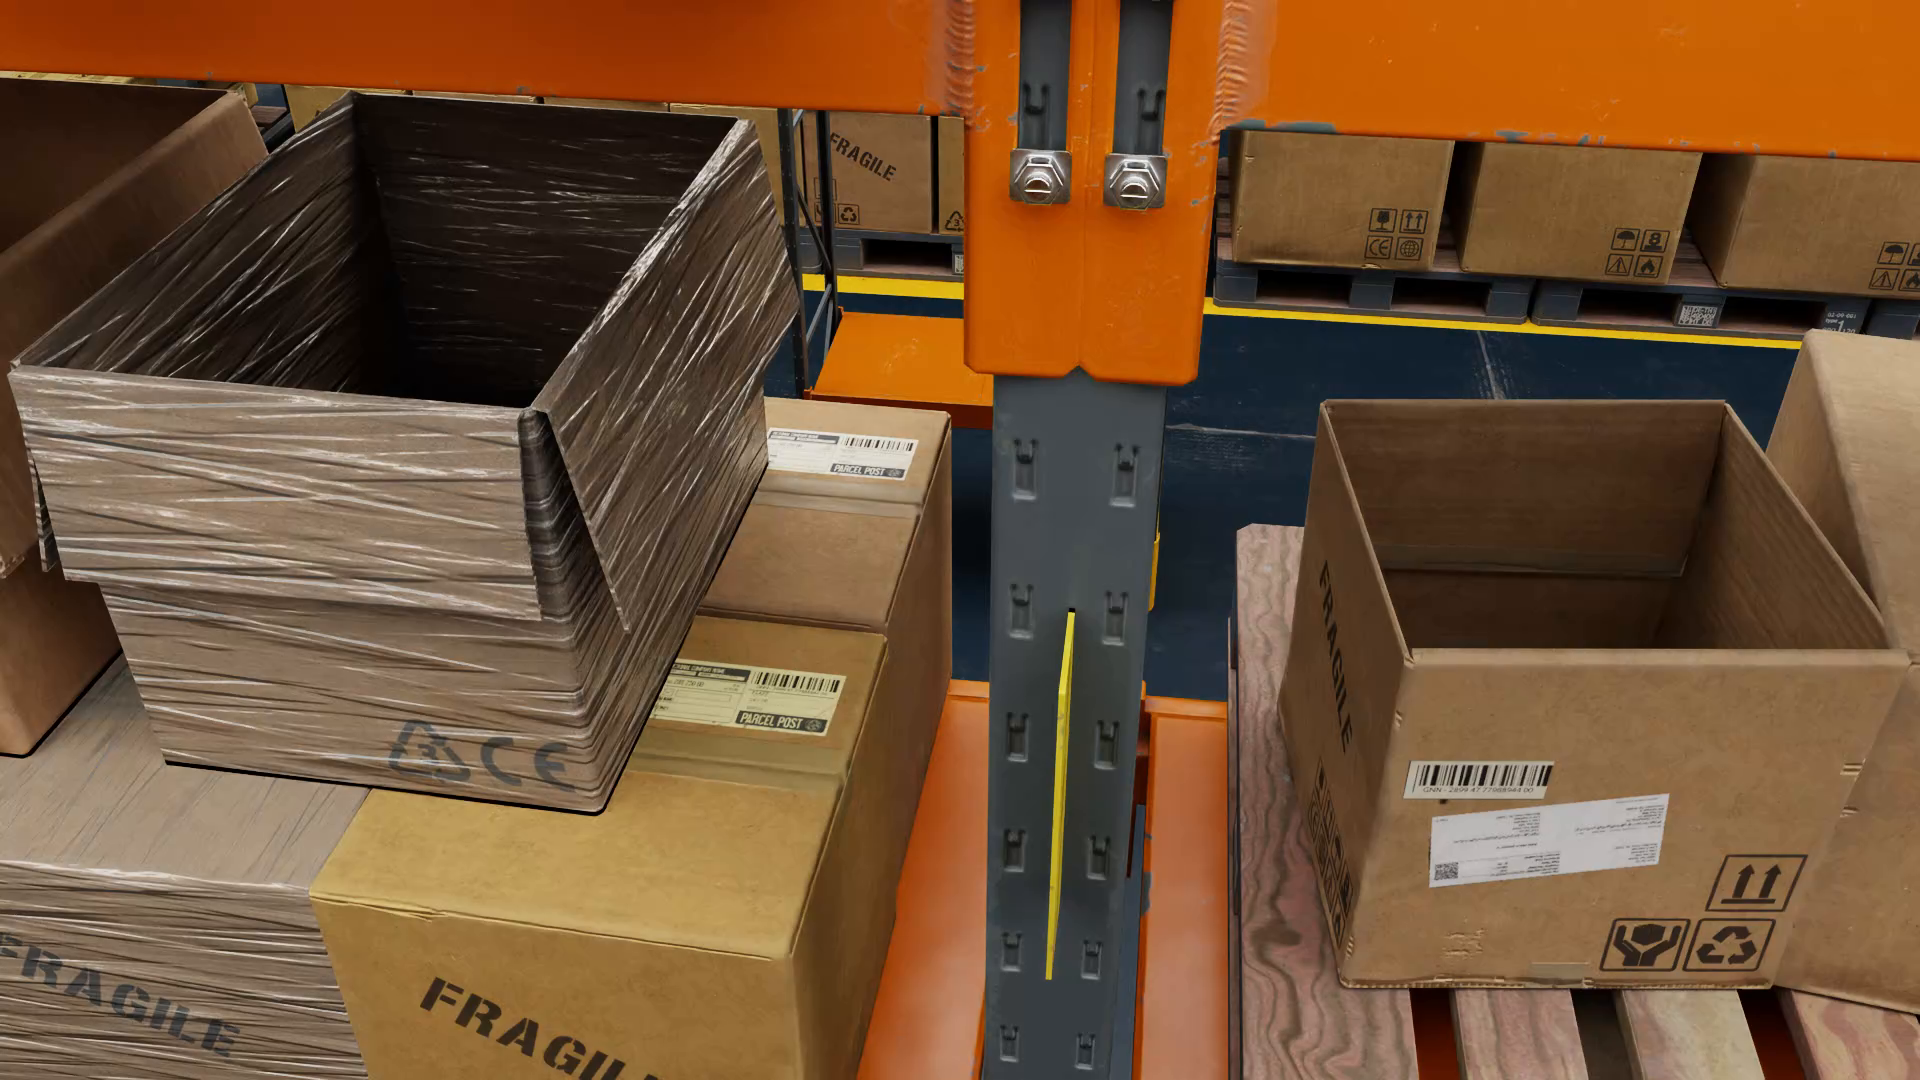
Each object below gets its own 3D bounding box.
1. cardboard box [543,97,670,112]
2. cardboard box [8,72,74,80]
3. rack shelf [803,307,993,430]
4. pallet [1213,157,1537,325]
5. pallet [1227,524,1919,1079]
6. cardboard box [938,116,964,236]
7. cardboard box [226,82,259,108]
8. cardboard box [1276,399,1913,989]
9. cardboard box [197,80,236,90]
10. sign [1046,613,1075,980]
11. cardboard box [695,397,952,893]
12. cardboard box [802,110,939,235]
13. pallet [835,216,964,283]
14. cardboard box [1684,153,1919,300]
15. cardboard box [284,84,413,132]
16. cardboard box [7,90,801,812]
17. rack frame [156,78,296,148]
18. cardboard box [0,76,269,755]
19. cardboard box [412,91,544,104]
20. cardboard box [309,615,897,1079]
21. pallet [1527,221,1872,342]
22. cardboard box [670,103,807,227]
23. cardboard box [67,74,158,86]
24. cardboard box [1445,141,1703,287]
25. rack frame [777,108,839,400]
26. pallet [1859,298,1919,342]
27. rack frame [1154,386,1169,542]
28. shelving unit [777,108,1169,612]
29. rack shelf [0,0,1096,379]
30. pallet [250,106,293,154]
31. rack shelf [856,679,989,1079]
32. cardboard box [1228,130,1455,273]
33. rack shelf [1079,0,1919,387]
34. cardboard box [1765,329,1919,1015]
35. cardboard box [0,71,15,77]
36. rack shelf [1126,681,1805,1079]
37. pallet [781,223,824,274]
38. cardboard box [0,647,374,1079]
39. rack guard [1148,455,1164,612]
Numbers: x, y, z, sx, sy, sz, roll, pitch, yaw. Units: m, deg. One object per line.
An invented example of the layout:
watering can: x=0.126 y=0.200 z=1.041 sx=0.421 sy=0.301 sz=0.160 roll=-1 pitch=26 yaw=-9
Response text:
cardboard box: x=-1.341 y=-1.655 z=6.778 sx=0.500 sy=0.500 sz=0.500 roll=5 pitch=36 yaw=7
cardboard box: x=-3.731 y=-1.904 z=6.916 sx=0.250 sy=0.149 sz=0.380 roll=5 pitch=36 yaw=7
rack shelf: x=0.085 y=-0.458 z=4.910 sx=1.000 sy=0.185 sz=0.538 roll=4 pitch=36 yaw=6
pallet: x=1.654 y=-1.246 z=6.814 sx=1.213 sy=0.211 sz=1.003 roll=4 pitch=36 yaw=6
pallet: x=0.870 y=0.437 z=2.220 sx=1.003 sy=0.211 sz=1.213 roll=4 pitch=36 yaw=6
cardboard box: x=0.195 y=-1.534 z=6.608 sx=0.500 sy=0.500 sz=0.500 roll=4 pitch=36 yaw=6
cardboard box: x=-3.406 y=-2.001 z=7.564 sx=0.250 sy=0.149 sz=0.380 roll=3 pitch=36 yaw=4
cardboard box: x=0.690 y=0.173 z=1.978 sx=0.500 sy=0.500 sz=0.500 roll=0 pitch=36 yaw=0
cardboard box: x=-3.405 y=-2.121 z=7.477 sx=0.250 sy=0.149 sz=0.380 roll=6 pitch=36 yaw=8
sign: x=0.082 y=0.217 z=1.368 sx=0.005 sy=0.325 sz=0.100 roll=4 pitch=36 yaw=6
cardboard box: x=-0.298 y=0.134 z=2.393 sx=0.500 sy=0.500 sz=0.500 roll=5 pitch=36 yaw=7
cardboard box: x=-0.319 y=-1.575 z=6.664 sx=0.500 sy=0.500 sz=0.500 roll=6 pitch=36 yaw=8
pallet: x=0.107 y=-1.406 z=7.039 sx=1.213 sy=0.211 sz=1.003 roll=4 pitch=36 yaw=6
cardboard box: x=3.265 y=-1.509 z=6.358 sx=0.750 sy=0.750 sz=1.050 roll=4 pitch=36 yaw=6
cardboard box: x=-2.387 y=-1.724 z=6.874 sx=0.500 sy=0.500 sz=0.500 roll=6 pitch=36 yaw=8
cardboard box: x=-0.574 y=-0.145 z=1.921 sx=0.637 sy=0.503 sz=0.797 roll=5 pitch=36 yaw=8
rack frame: x=-3.086 y=-2.778 z=6.561 sx=0.127 sy=3.000 sz=1.000 roll=4 pitch=36 yaw=6
cardboard box: x=-1.220 y=-0.194 z=1.991 sx=0.637 sy=0.503 sz=0.797 roll=5 pitch=36 yaw=7
cardboard box: x=-1.862 y=-1.686 z=6.821 sx=0.500 sy=0.500 sz=0.500 roll=6 pitch=36 yaw=8
cardboard box: x=-0.372 y=0.433 z=1.975 sx=0.500 sy=0.500 sz=0.500 roll=5 pitch=36 yaw=7
pallet: x=2.860 y=-1.154 z=6.685 sx=1.213 sy=0.211 sz=1.003 roll=4 pitch=36 yaw=6
cardboard box: x=-0.846 y=-1.604 z=6.706 sx=0.500 sy=0.500 sz=0.500 roll=3 pitch=36 yaw=4
cardboard box: x=-3.472 y=-1.908 z=6.921 sx=0.250 sy=0.149 sz=0.380 roll=5 pitch=36 yaw=7
cardboard box: x=2.342 y=-1.578 z=6.454 sx=0.750 sy=0.750 sz=1.050 roll=5 pitch=36 yaw=7
rack frame: x=-0.420 y=-0.642 z=4.858 sx=0.032 sy=1.500 sz=0.500 roll=4 pitch=36 yaw=6
pallet: x=4.074 y=-1.065 z=6.561 sx=1.213 sy=0.211 sz=1.003 roll=4 pitch=36 yaw=6
rack frame: x=0.589 y=-0.567 z=4.753 sx=0.032 sy=1.500 sz=0.500 roll=4 pitch=36 yaw=6
shelving unit: x=0.076 y=-0.605 z=4.806 sx=1.083 sy=1.500 sz=0.587 roll=4 pitch=36 yaw=6
rack shelf: x=-1.834 y=-0.708 z=1.697 sx=4.000 sy=0.370 sz=1.077 roll=4 pitch=36 yaw=6
pallet: x=-3.757 y=-1.673 z=7.412 sx=1.213 sy=0.211 sz=1.003 roll=4 pitch=36 yaw=6
rack shelf: x=-1.834 y=0.513 z=2.569 sx=4.000 sy=0.370 sz=1.077 roll=4 pitch=36 yaw=6
cardboard box: x=1.474 y=-1.641 z=6.542 sx=0.750 sy=0.750 sz=1.050 roll=4 pitch=36 yaw=5
rack shelf: x=2.133 y=-0.412 z=1.283 sx=4.000 sy=0.370 sz=1.077 roll=4 pitch=36 yaw=6
cardboard box: x=1.257 y=0.157 z=2.001 sx=0.500 sy=0.500 sz=0.700 roll=9 pitch=37 yaw=13
cardboard box: x=-3.978 y=-1.918 z=6.936 sx=0.250 sy=0.149 sz=0.380 roll=4 pitch=36 yaw=6
rack shelf: x=2.133 y=0.809 z=2.154 sx=4.000 sy=0.370 sz=1.077 roll=4 pitch=36 yaw=6
pallet: x=-1.100 y=-1.498 z=7.167 sx=1.213 sy=0.211 sz=1.003 roll=4 pitch=36 yaw=6
cardboard box: x=-0.865 y=0.393 z=2.031 sx=0.500 sy=0.500 sz=0.500 roll=4 pitch=36 yaw=6
rack guard: x=0.570 y=-0.059 z=5.118 sx=0.087 sy=0.250 sz=0.587 roll=4 pitch=36 yaw=6
